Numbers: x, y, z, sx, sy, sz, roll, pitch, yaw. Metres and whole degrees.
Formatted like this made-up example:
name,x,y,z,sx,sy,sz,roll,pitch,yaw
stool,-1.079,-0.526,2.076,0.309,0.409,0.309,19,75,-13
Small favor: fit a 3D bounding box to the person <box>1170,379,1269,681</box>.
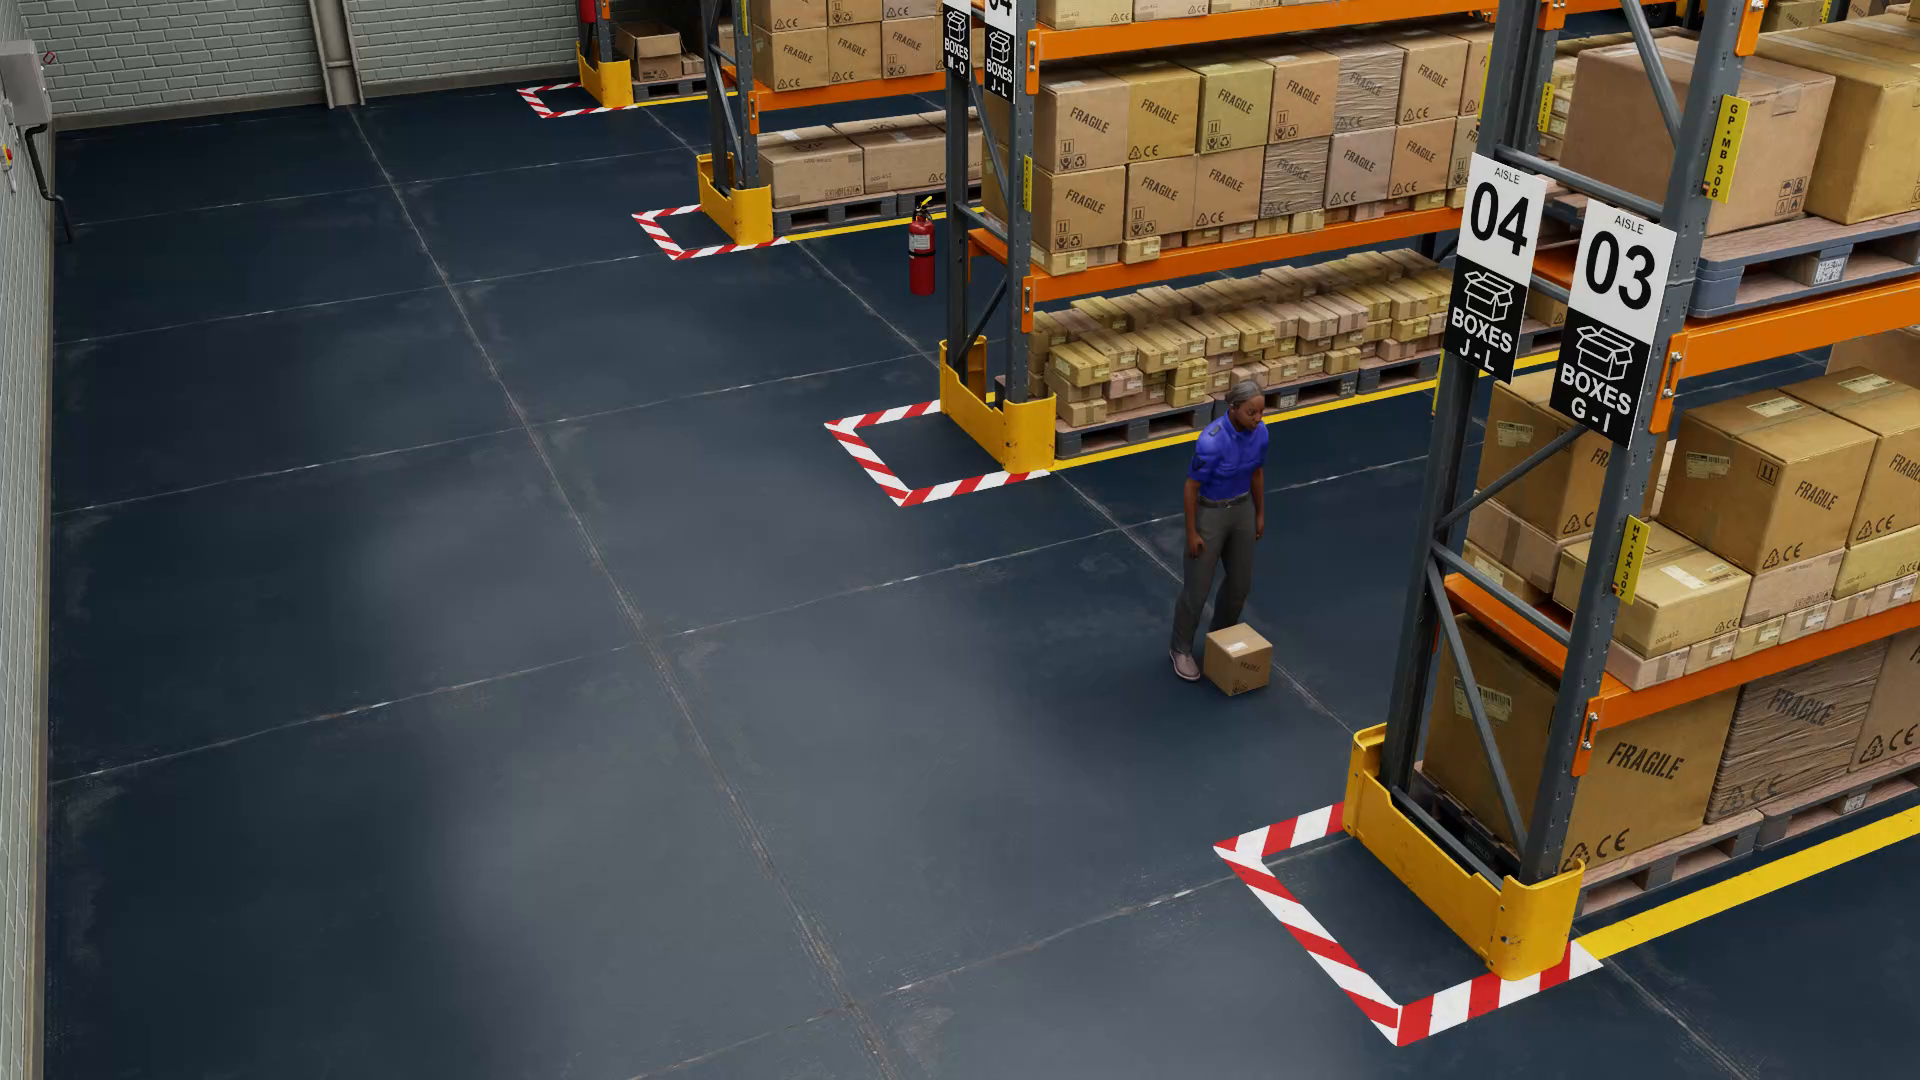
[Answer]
name,x,y,z,sx,sy,sz,roll,pitch,yaw
person,1.357,-0.084,8.598,0.532,1.655,0.349,-15,33,-25
